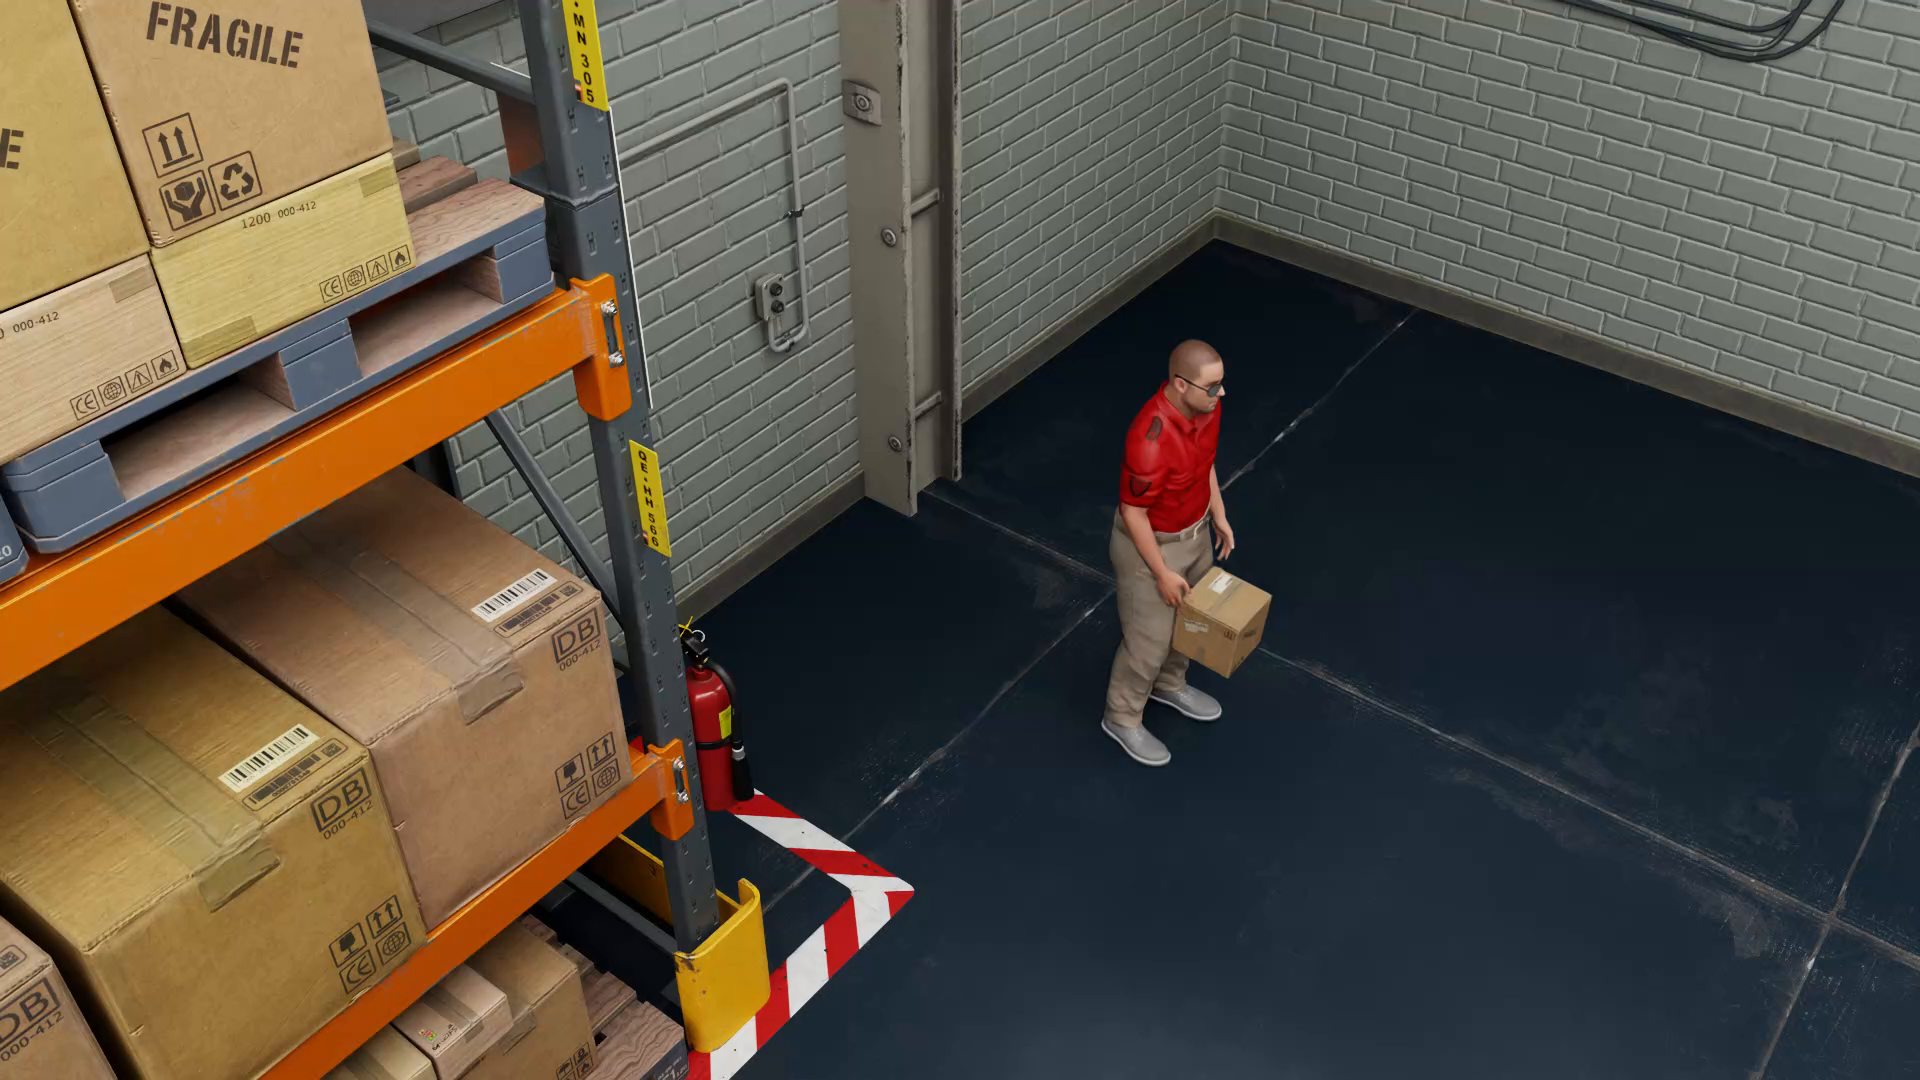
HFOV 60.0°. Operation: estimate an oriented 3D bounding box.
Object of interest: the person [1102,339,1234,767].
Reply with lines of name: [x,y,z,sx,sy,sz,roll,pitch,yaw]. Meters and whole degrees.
person: [0.794,0.025,6.129,0.428,1.732,0.554,24,45,27]
